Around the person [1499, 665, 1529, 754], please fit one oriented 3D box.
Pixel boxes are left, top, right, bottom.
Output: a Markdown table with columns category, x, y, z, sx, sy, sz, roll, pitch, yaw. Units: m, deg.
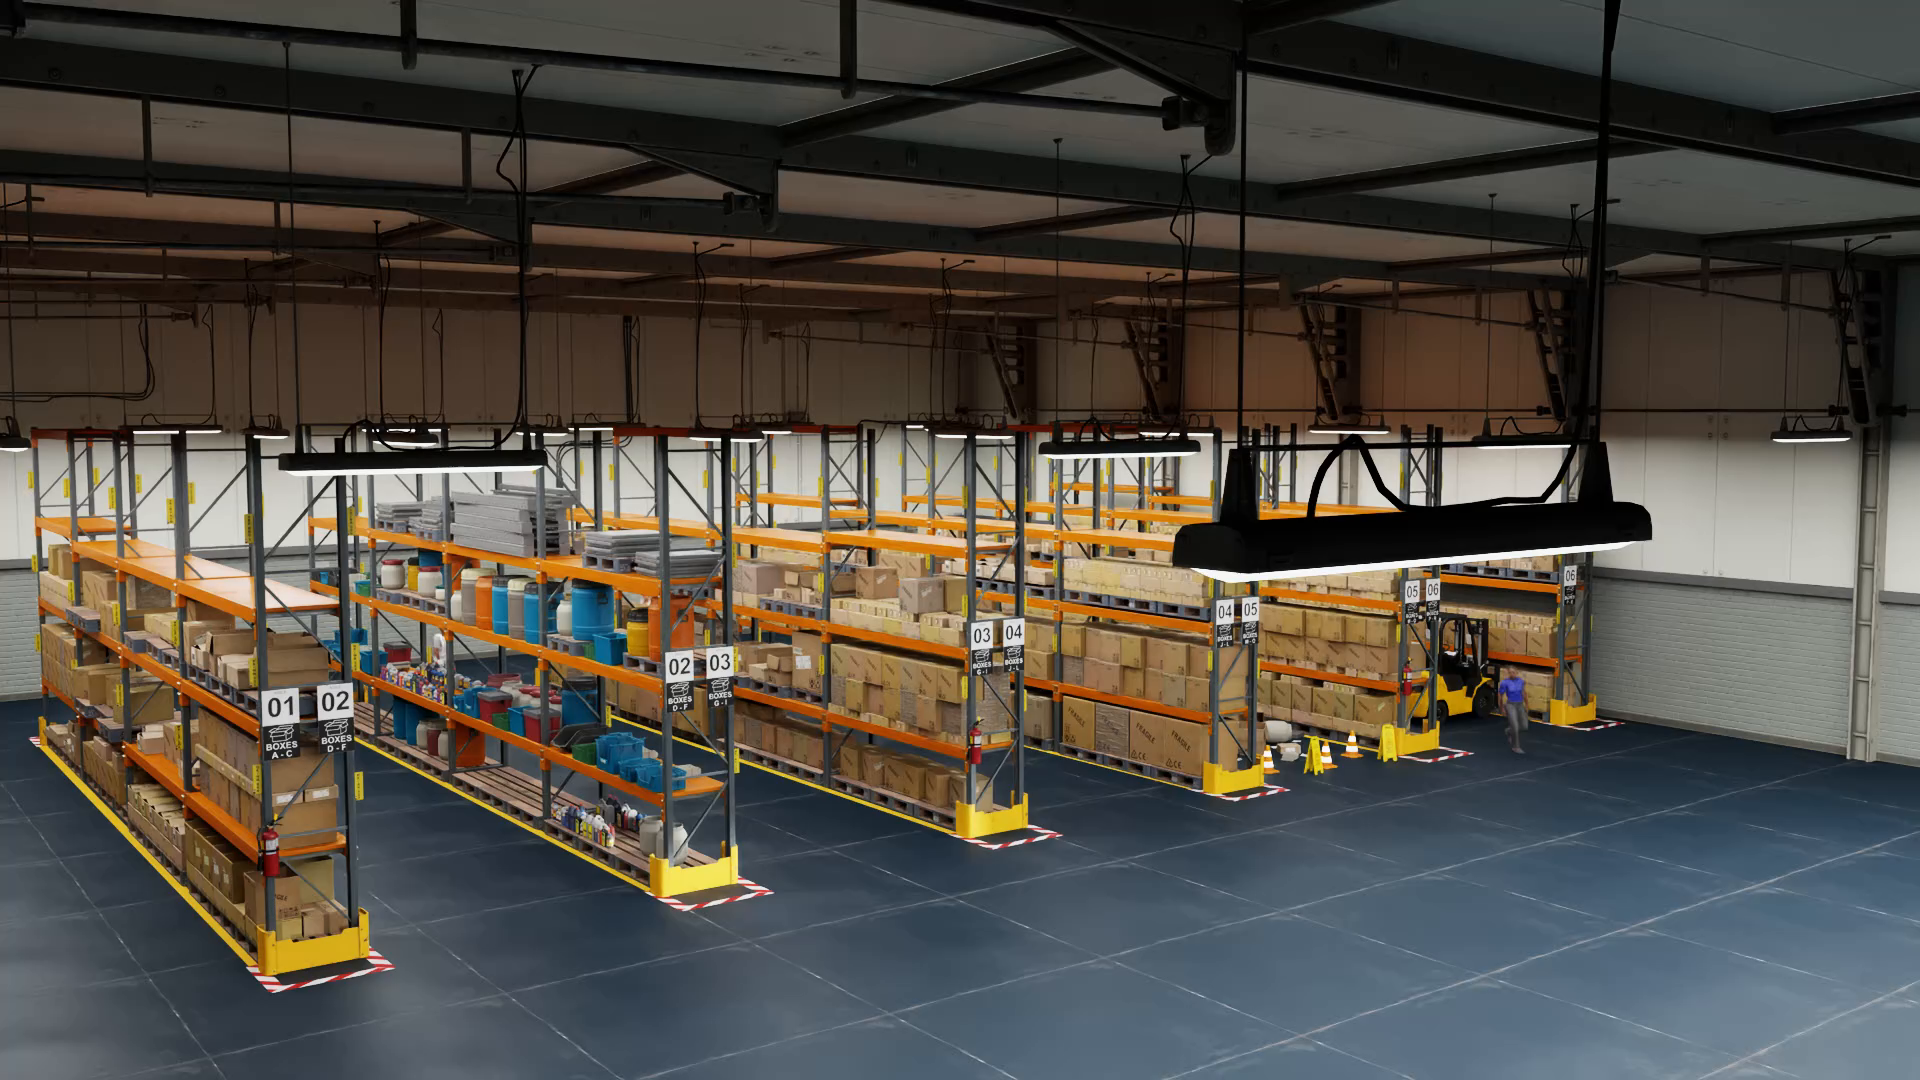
| category | x | y | z | sx | sy | sz | roll | pitch | yaw |
| --- | --- | --- | --- | --- | --- | --- | --- | --- | --- |
| person | 10.238 | 3.113 | 30.791 | 0.503 | 1.628 | 0.558 | -1 | 5 | -11 |

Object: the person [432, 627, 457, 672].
| category | x | y | z | sx | sy | sz | roll | pitch | yaw |
| --- | --- | --- | --- | --- | --- | --- | --- | --- | --- |
| person | -11.199 | 2.621 | 36.142 | 0.533 | 1.728 | 1.096 | -4 | 6 | -40 |

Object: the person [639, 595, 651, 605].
| category | x | y | z | sx | sy | sz | roll | pitch | yaw |
| --- | --- | --- | --- | --- | --- | --- | --- | --- | --- |
| person | -7.994 | 2.132 | 42.293 | 0.595 | 1.754 | 0.929 | 2 | 5 | 25 |
